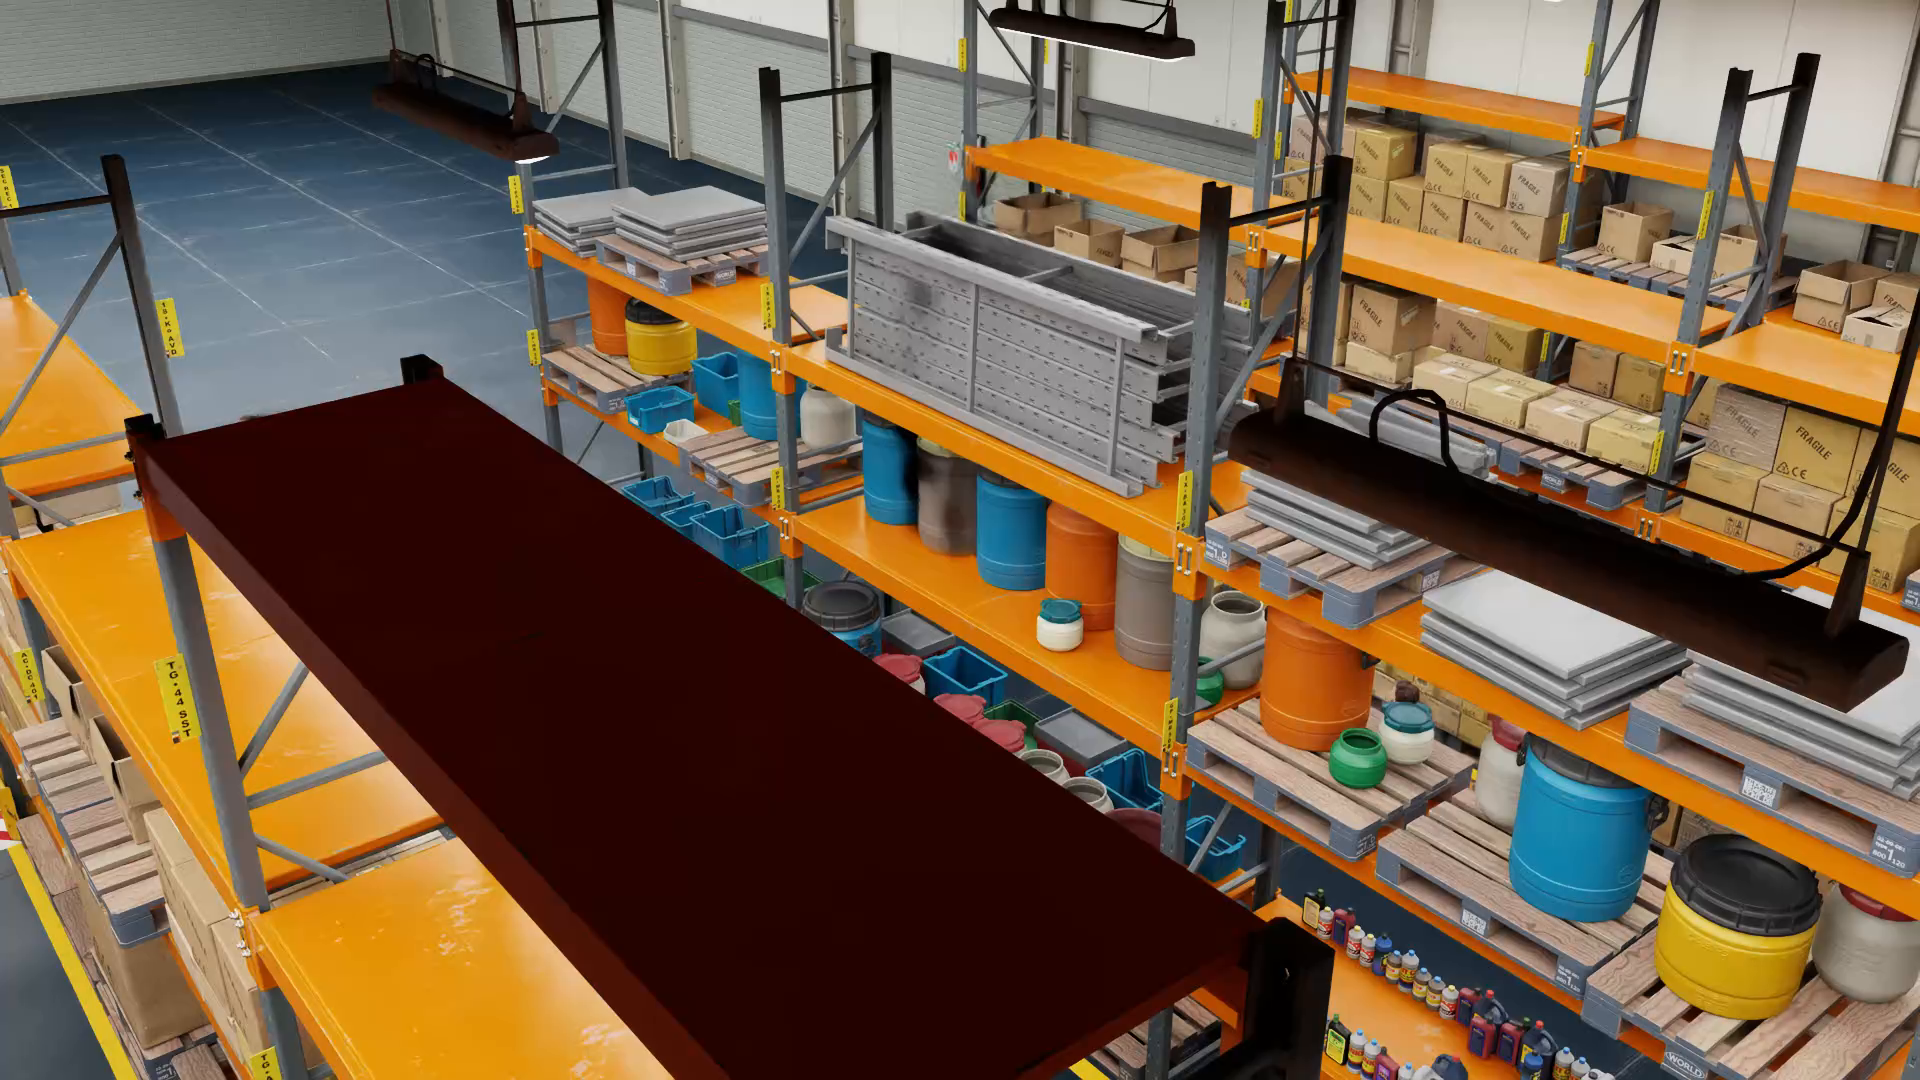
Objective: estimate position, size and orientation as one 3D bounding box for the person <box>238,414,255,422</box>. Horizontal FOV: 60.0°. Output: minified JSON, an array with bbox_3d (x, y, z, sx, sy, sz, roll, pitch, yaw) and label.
[{"bbox_3d":[-7.404,-0.570,17.553,0.846,1.628,0.587,-5,26,-10],"label":"person"}]

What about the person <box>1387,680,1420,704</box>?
[{"bbox_3d":[3.331,1.829,12.580,0.774,1.710,0.552,20,32,36],"label":"person"}]
